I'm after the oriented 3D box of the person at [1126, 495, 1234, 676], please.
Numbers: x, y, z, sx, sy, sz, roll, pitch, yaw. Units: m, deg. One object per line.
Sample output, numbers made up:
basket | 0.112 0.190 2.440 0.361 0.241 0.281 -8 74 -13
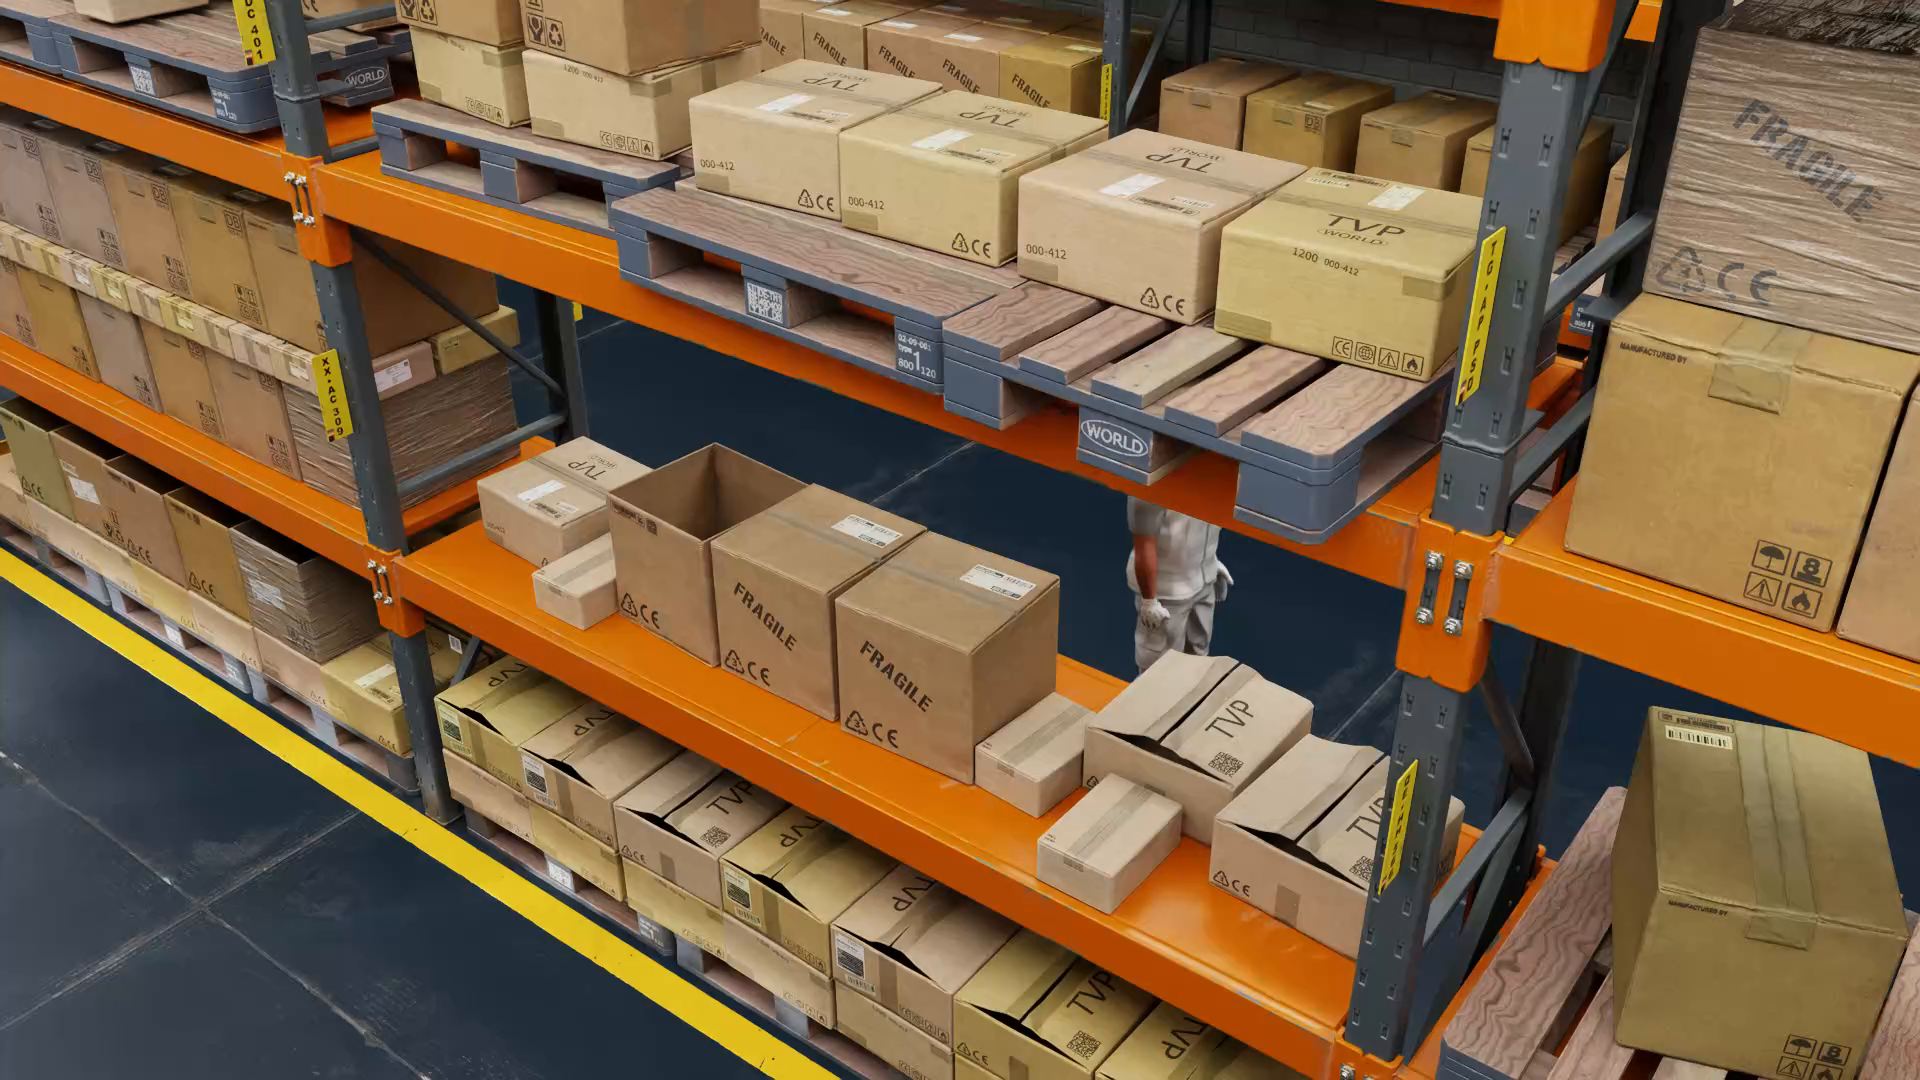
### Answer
person | 0.886 0.184 6.809 0.358 1.777 0.528 22 37 32
